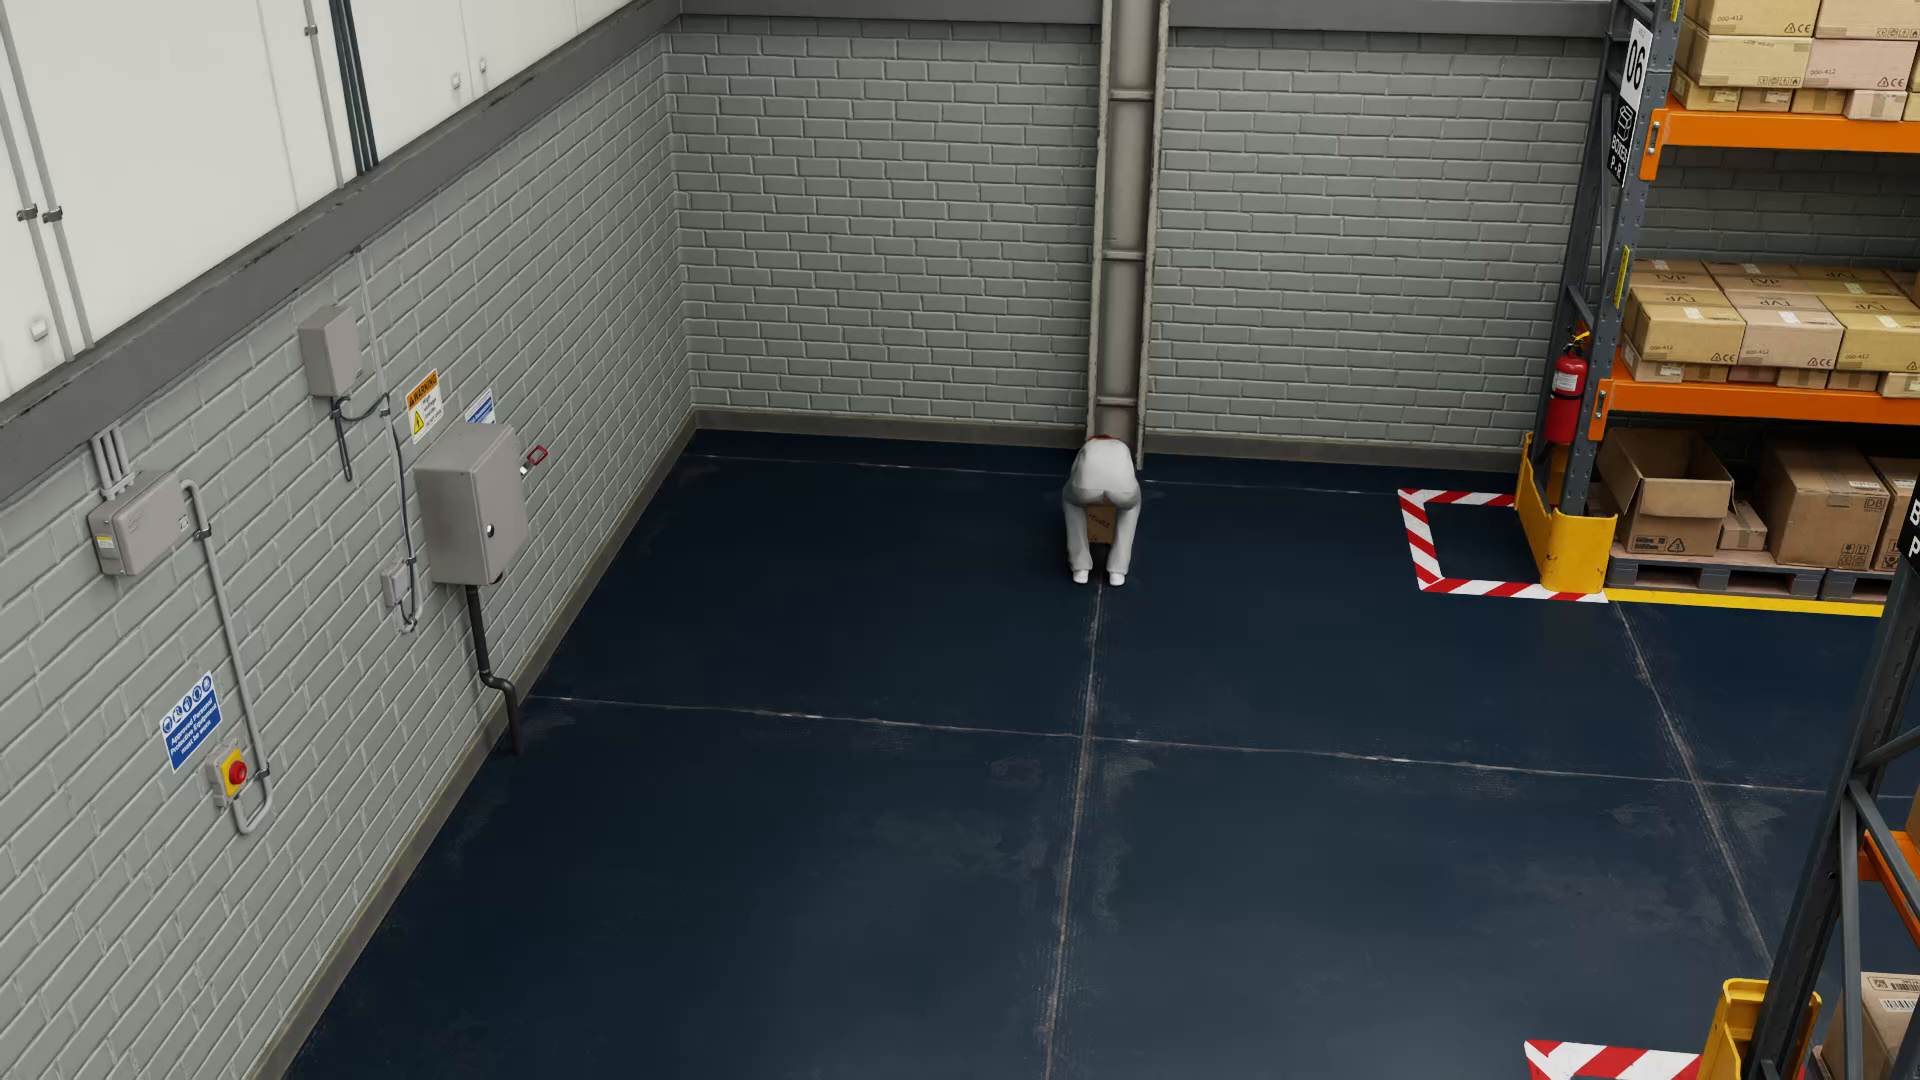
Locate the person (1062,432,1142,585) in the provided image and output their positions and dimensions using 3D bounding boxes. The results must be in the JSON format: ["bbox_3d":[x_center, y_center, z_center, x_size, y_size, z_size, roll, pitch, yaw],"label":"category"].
[{"bbox_3d":[0.847,-0.248,9.928,0.474,0.866,0.850,2,29,4],"label":"person"}]
